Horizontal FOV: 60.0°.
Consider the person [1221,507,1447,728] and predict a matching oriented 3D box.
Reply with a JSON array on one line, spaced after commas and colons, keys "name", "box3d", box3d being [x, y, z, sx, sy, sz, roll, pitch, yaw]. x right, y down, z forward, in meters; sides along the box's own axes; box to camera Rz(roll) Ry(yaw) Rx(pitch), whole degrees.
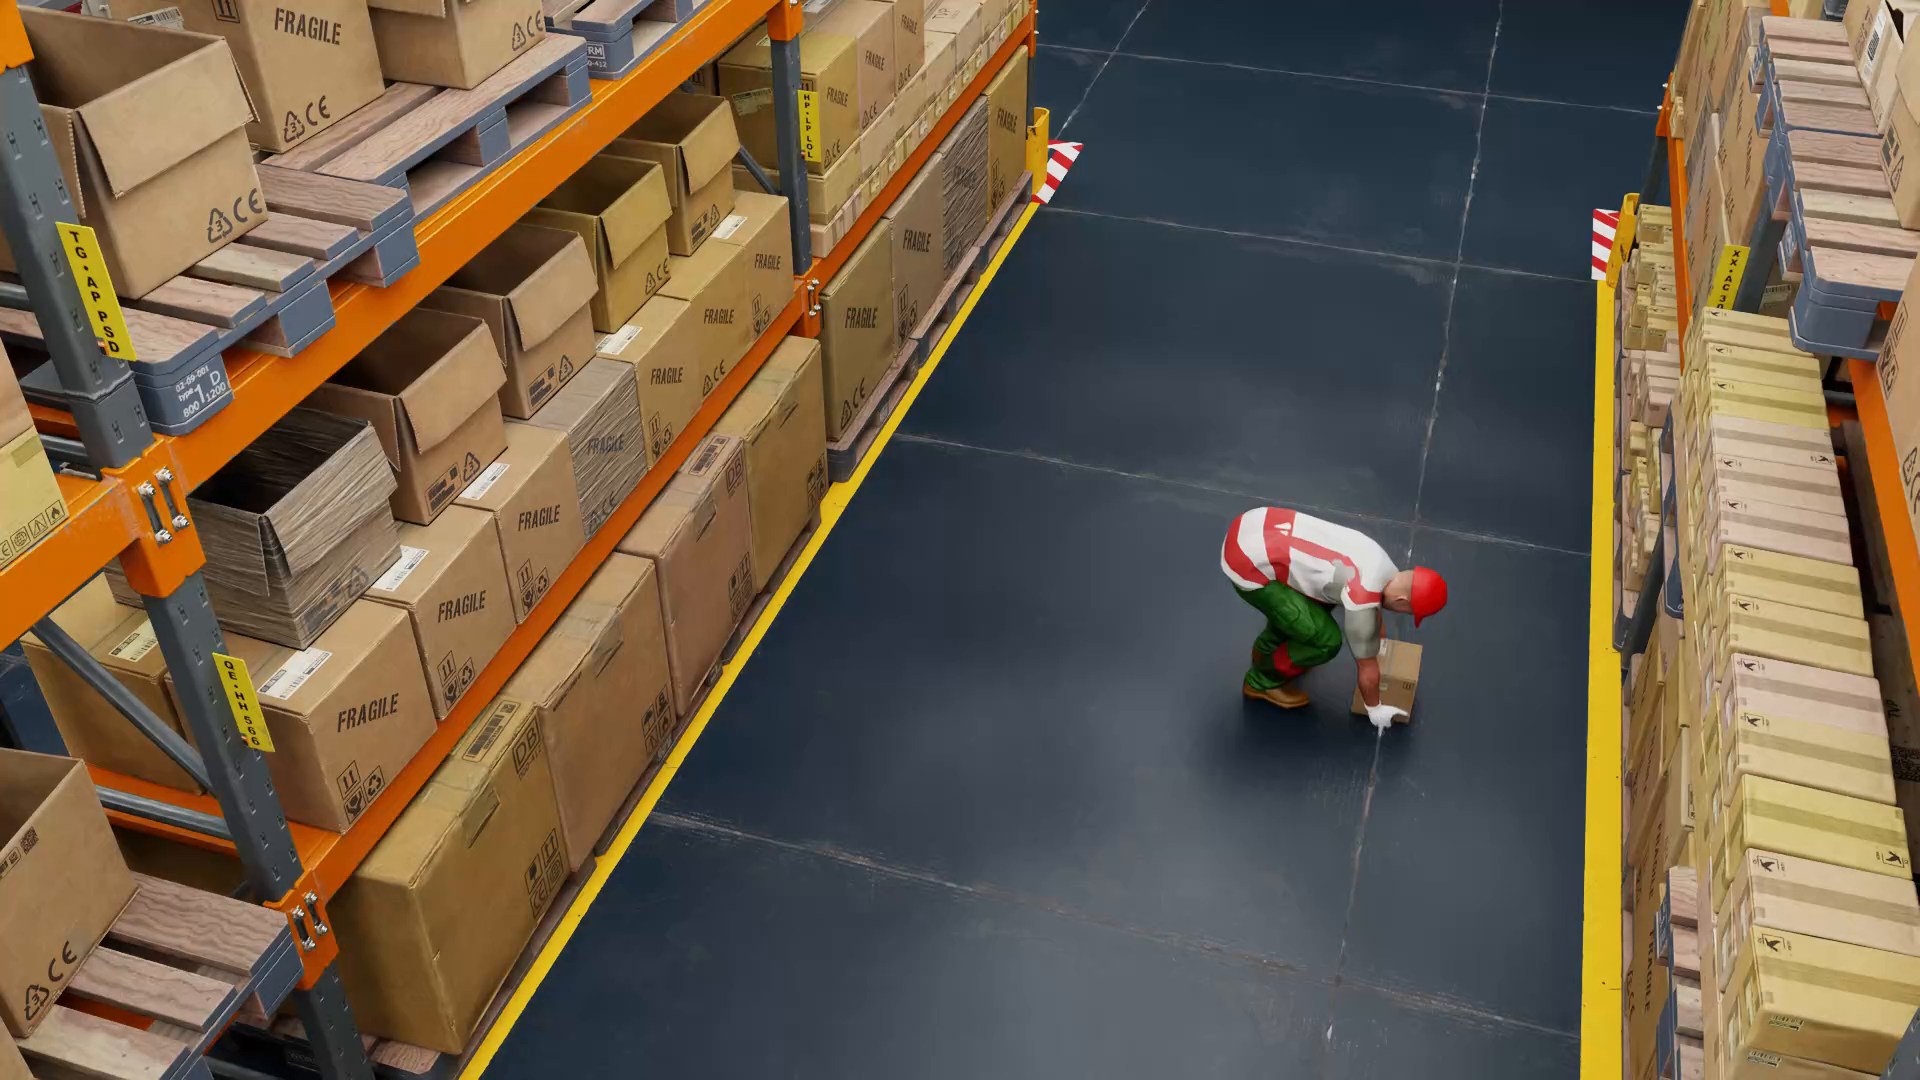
[{"name": "person", "box3d": [1.595, 0.309, 7.228, 0.959, 0.905, 0.536, 9, 38, 12]}]
